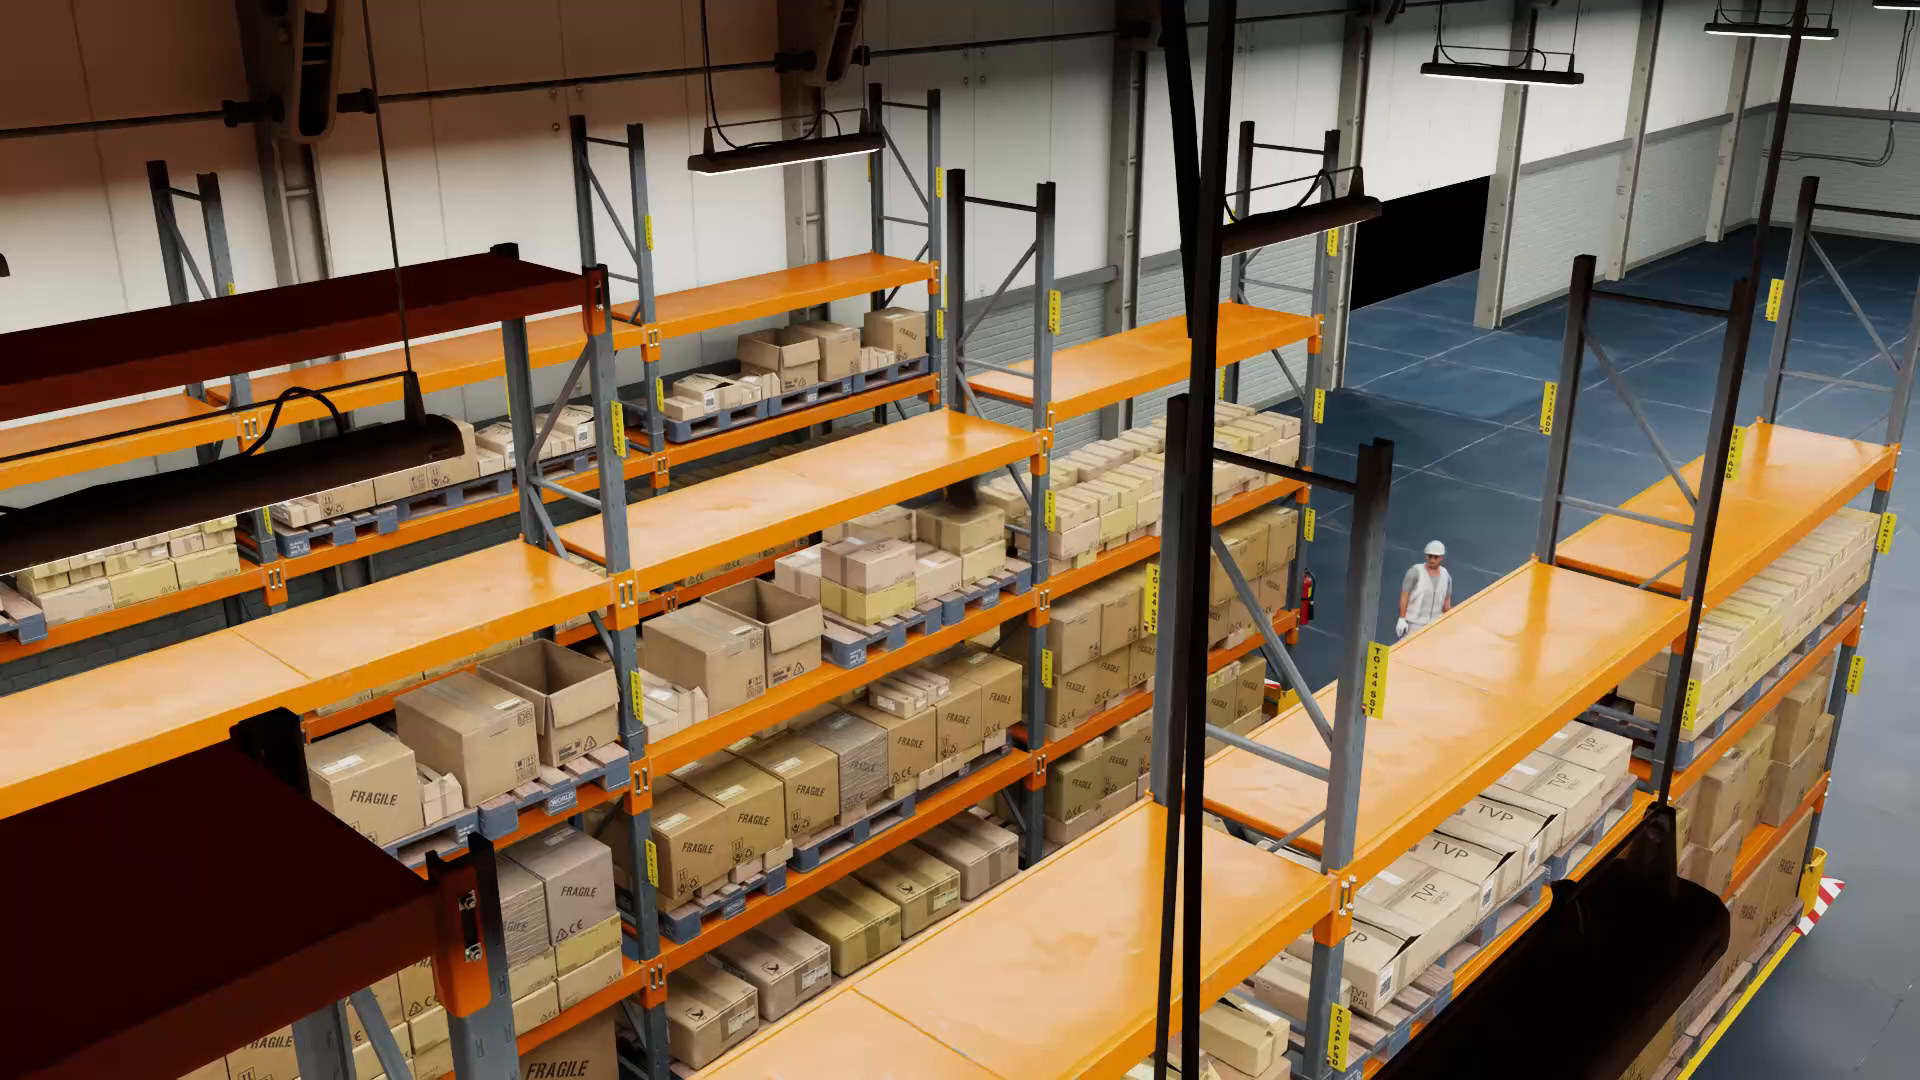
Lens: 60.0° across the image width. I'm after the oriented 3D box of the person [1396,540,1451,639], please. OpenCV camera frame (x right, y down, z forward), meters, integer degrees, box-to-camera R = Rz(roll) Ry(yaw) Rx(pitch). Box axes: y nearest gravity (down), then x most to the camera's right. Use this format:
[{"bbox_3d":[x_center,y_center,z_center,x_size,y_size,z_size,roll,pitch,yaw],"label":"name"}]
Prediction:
[{"bbox_3d":[4.813,0.866,17.294,0.635,1.784,0.519,-9,23,-22],"label":"person"}]
